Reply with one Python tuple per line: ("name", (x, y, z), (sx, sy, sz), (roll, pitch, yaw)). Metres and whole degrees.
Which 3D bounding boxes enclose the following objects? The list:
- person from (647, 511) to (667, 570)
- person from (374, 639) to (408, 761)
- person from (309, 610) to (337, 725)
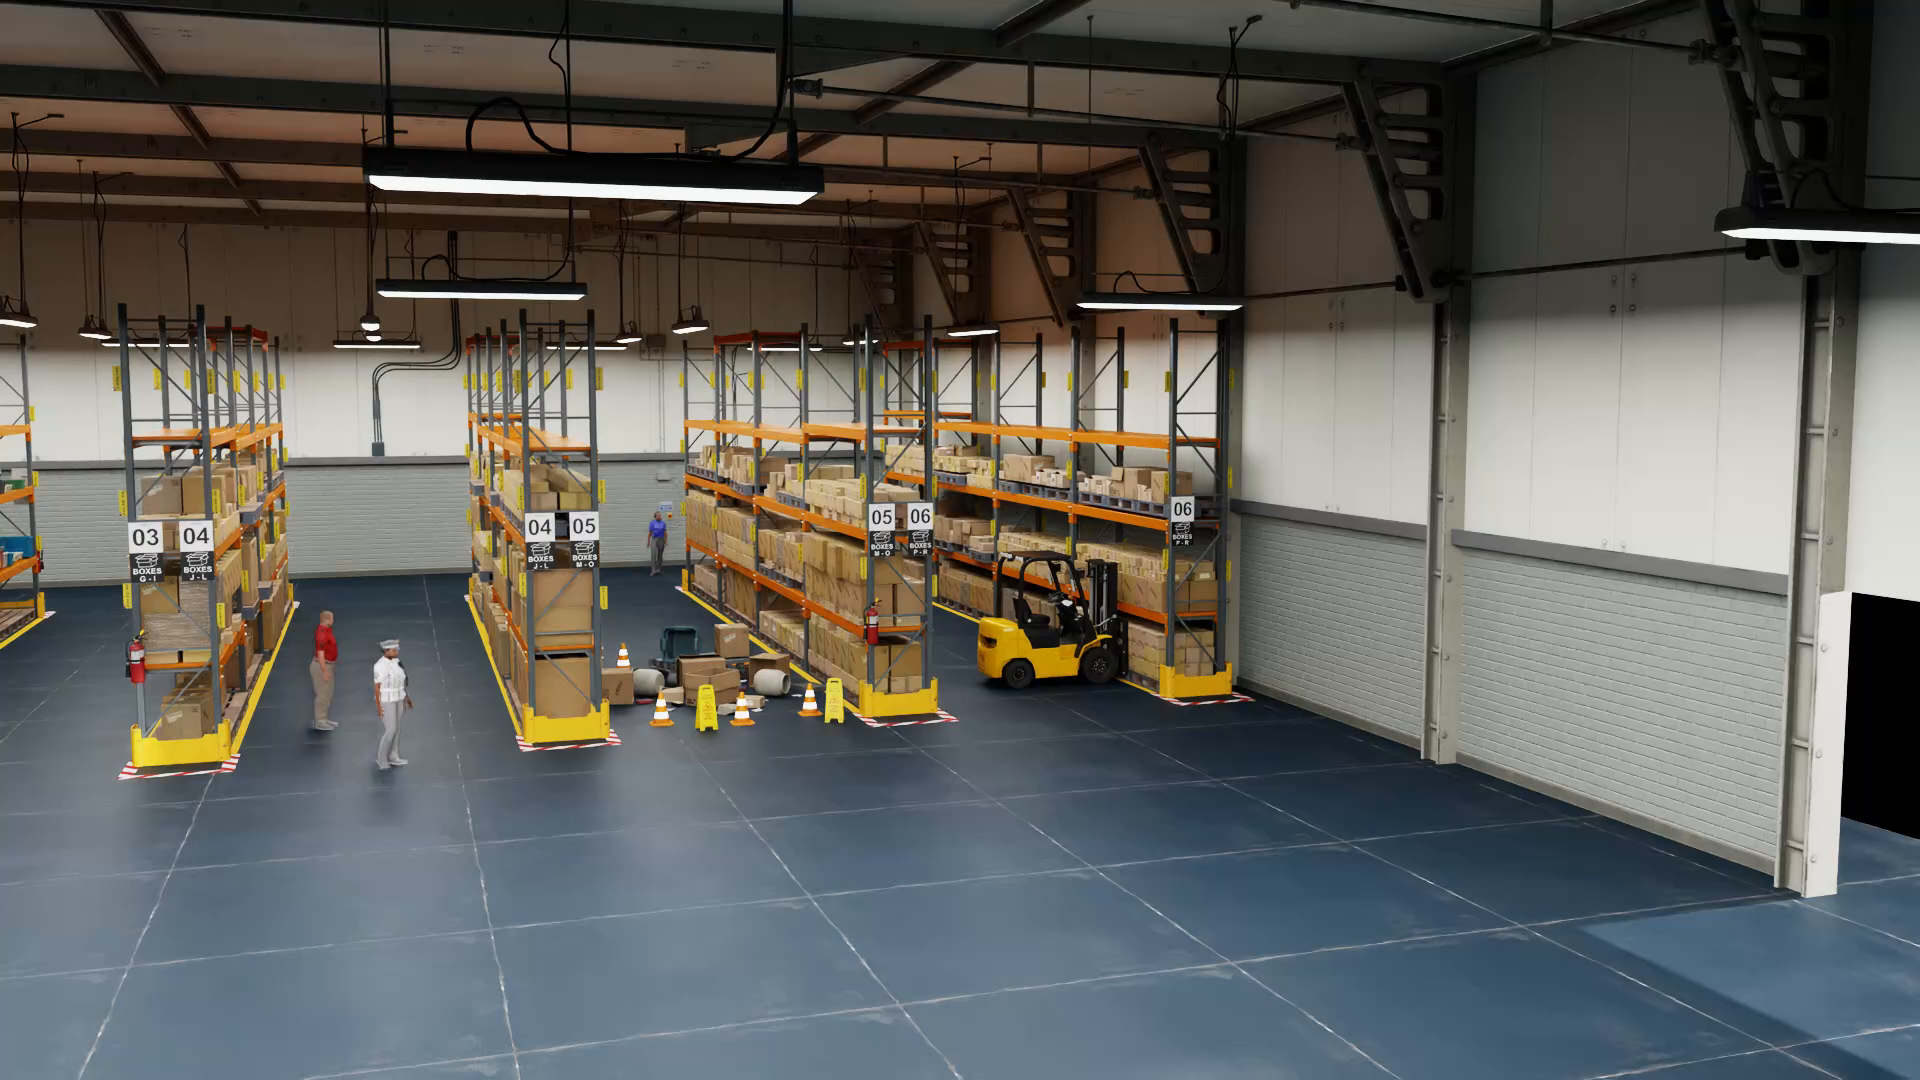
("person", (-7.903, 0.024, 43.389), (0.529, 1.561, 0.627), (-1, 6, -10))
("person", (-7.406, 2.086, 21.668), (0.366, 1.605, 0.449), (2, 6, 16))
("person", (-9.175, 1.838, 23.980), (0.378, 1.654, 0.562), (-1, 5, -8))
